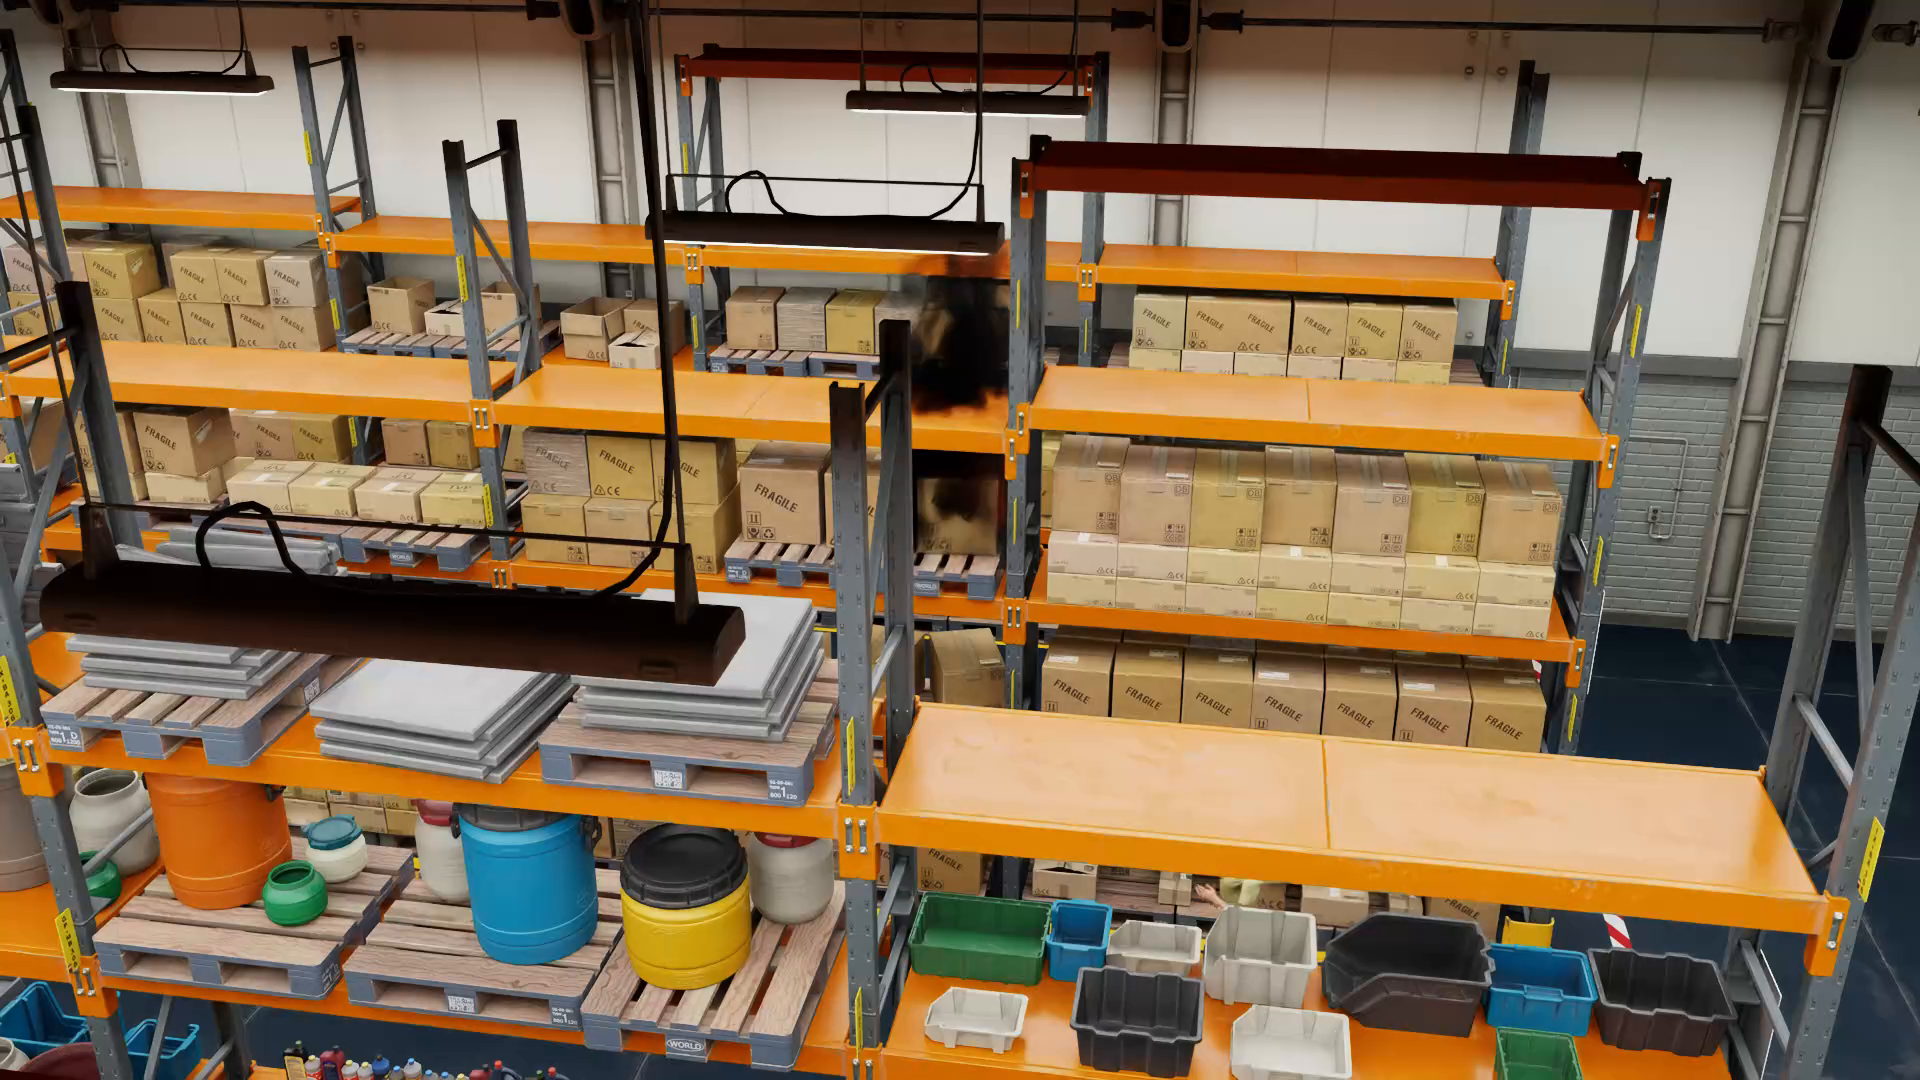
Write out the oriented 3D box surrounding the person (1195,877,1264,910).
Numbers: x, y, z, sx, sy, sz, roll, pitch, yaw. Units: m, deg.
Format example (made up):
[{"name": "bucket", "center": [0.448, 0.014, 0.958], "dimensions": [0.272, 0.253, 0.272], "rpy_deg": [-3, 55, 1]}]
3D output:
[{"name": "person", "center": [1.880, 2.641, 11.242], "dimensions": [0.905, 1.703, 0.574], "rpy_deg": [2, 23, 4]}]
